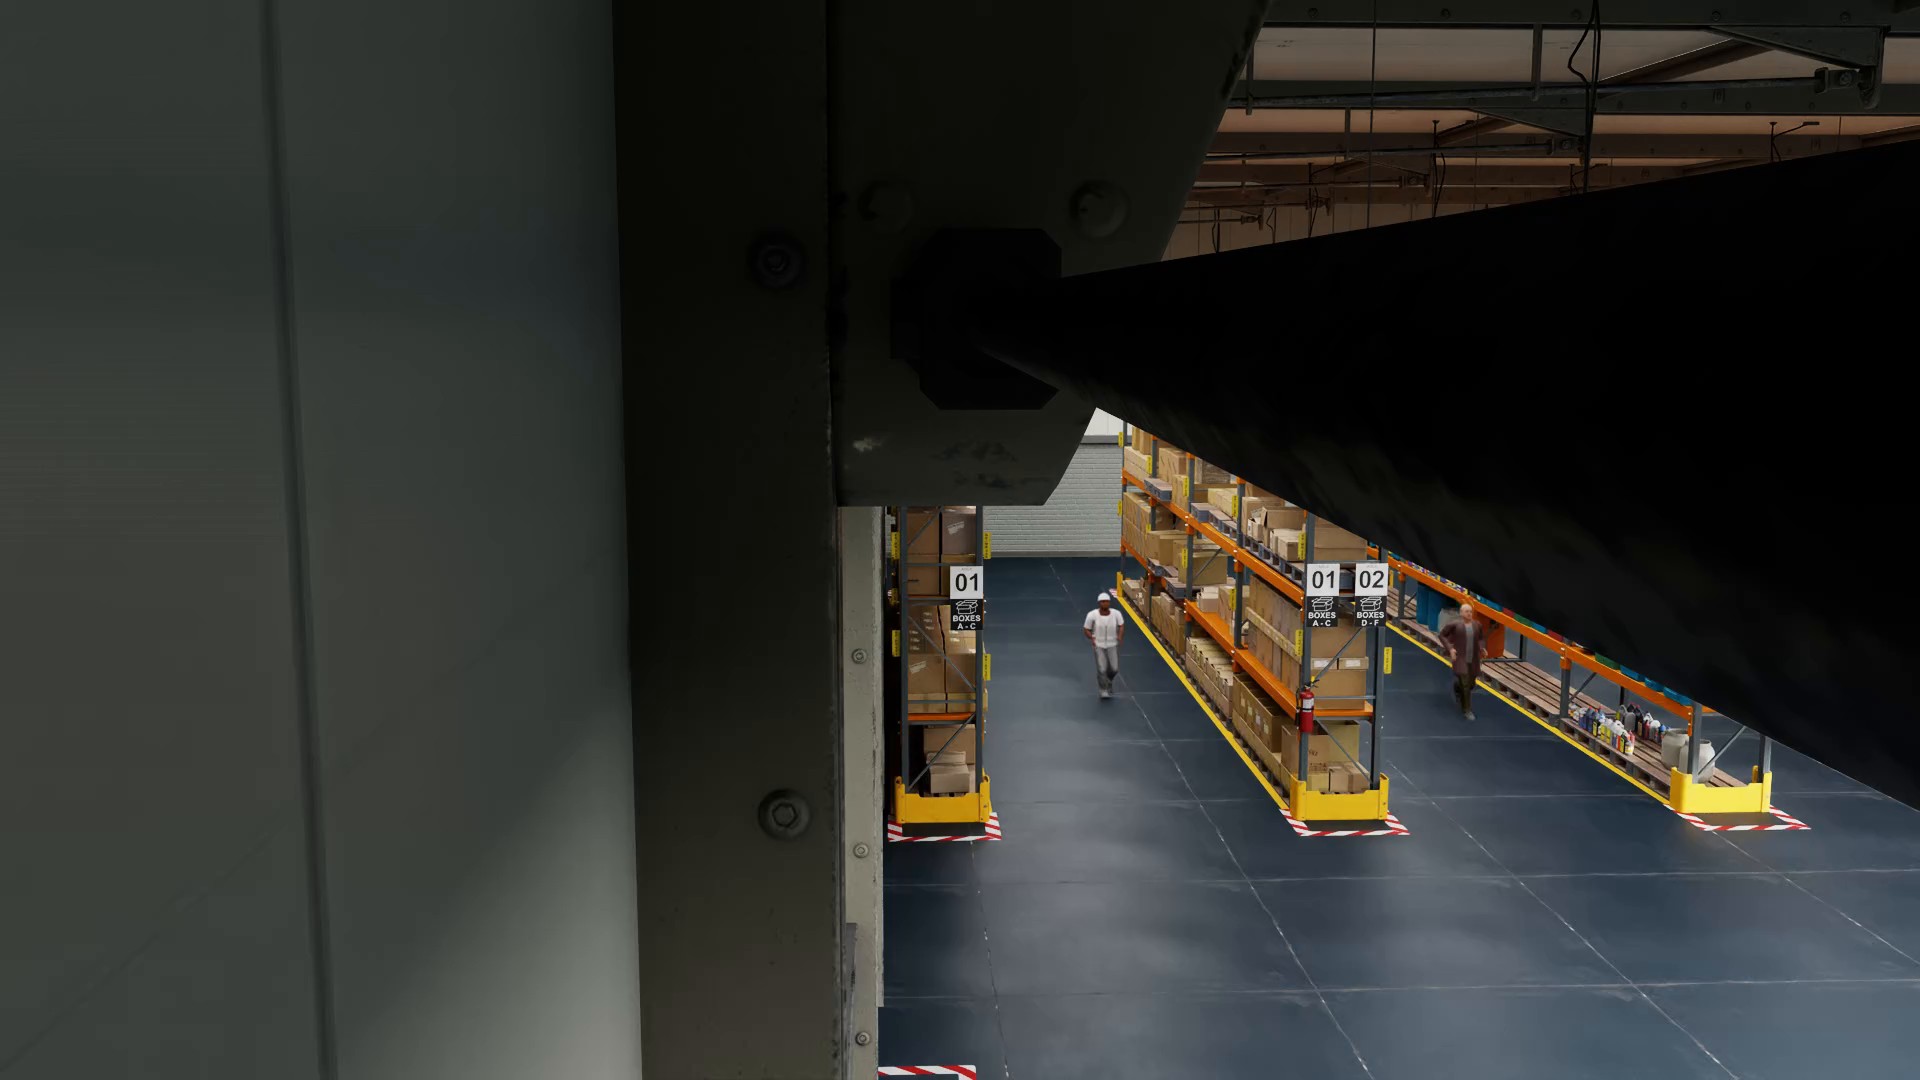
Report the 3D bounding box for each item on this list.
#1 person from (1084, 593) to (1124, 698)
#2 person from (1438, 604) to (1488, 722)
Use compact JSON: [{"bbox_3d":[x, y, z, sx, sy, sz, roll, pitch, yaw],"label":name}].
[{"bbox_3d":[2.347,1.684,26.819,0.674,1.665,0.524,-1,8,-4],"label":"person"},{"bbox_3d":[7.796,1.863,25.770,0.711,1.769,0.900,-1,8,-8],"label":"person"}]
